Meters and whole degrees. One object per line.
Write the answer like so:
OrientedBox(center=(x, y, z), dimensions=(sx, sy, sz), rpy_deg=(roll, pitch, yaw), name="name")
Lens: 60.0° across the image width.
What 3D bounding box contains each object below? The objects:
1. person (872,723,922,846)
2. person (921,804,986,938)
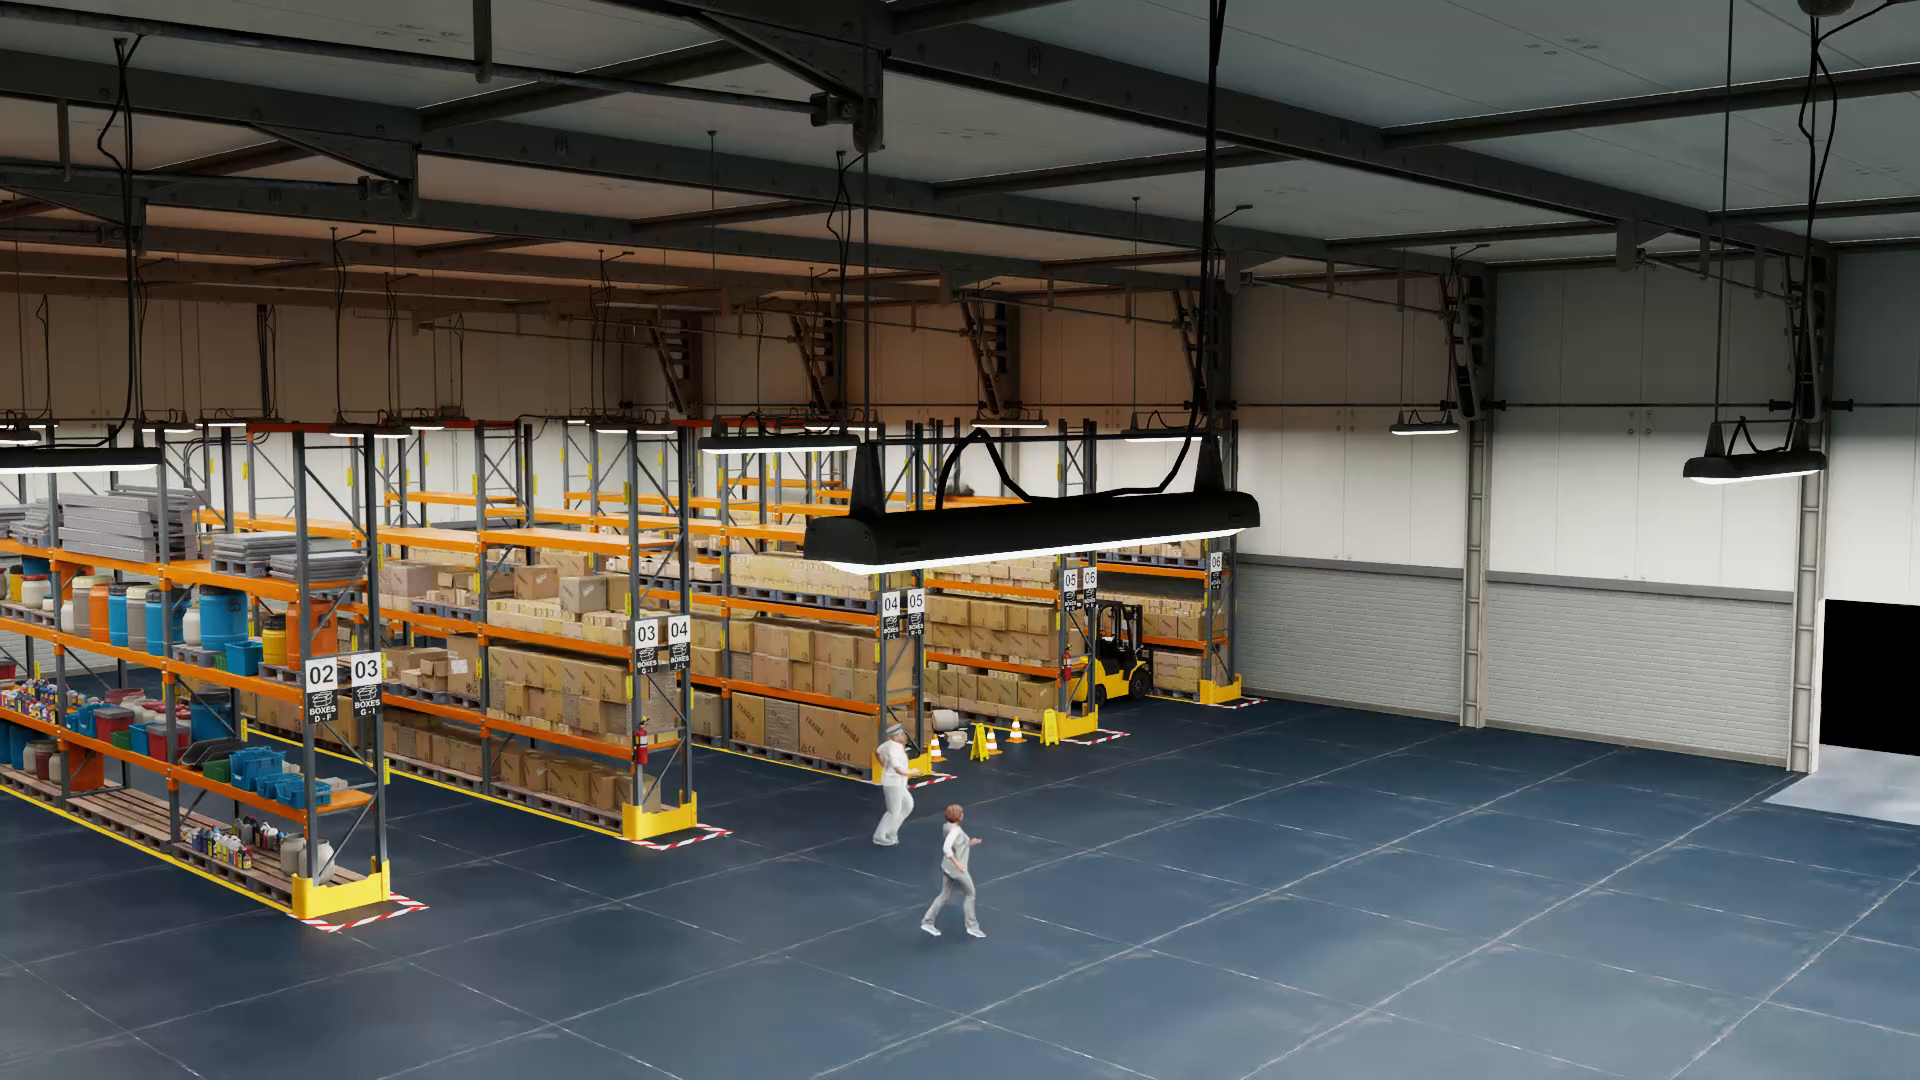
OrientedBox(center=(-0.907, 3.521, 23.848), dimensions=(0.718, 1.822, 0.683), rpy_deg=(-1, 5, -8), name="person")
OrientedBox(center=(-0.079, 3.915, 19.589), dimensions=(0.785, 1.627, 0.518), rpy_deg=(-2, 5, -26), name="person")
